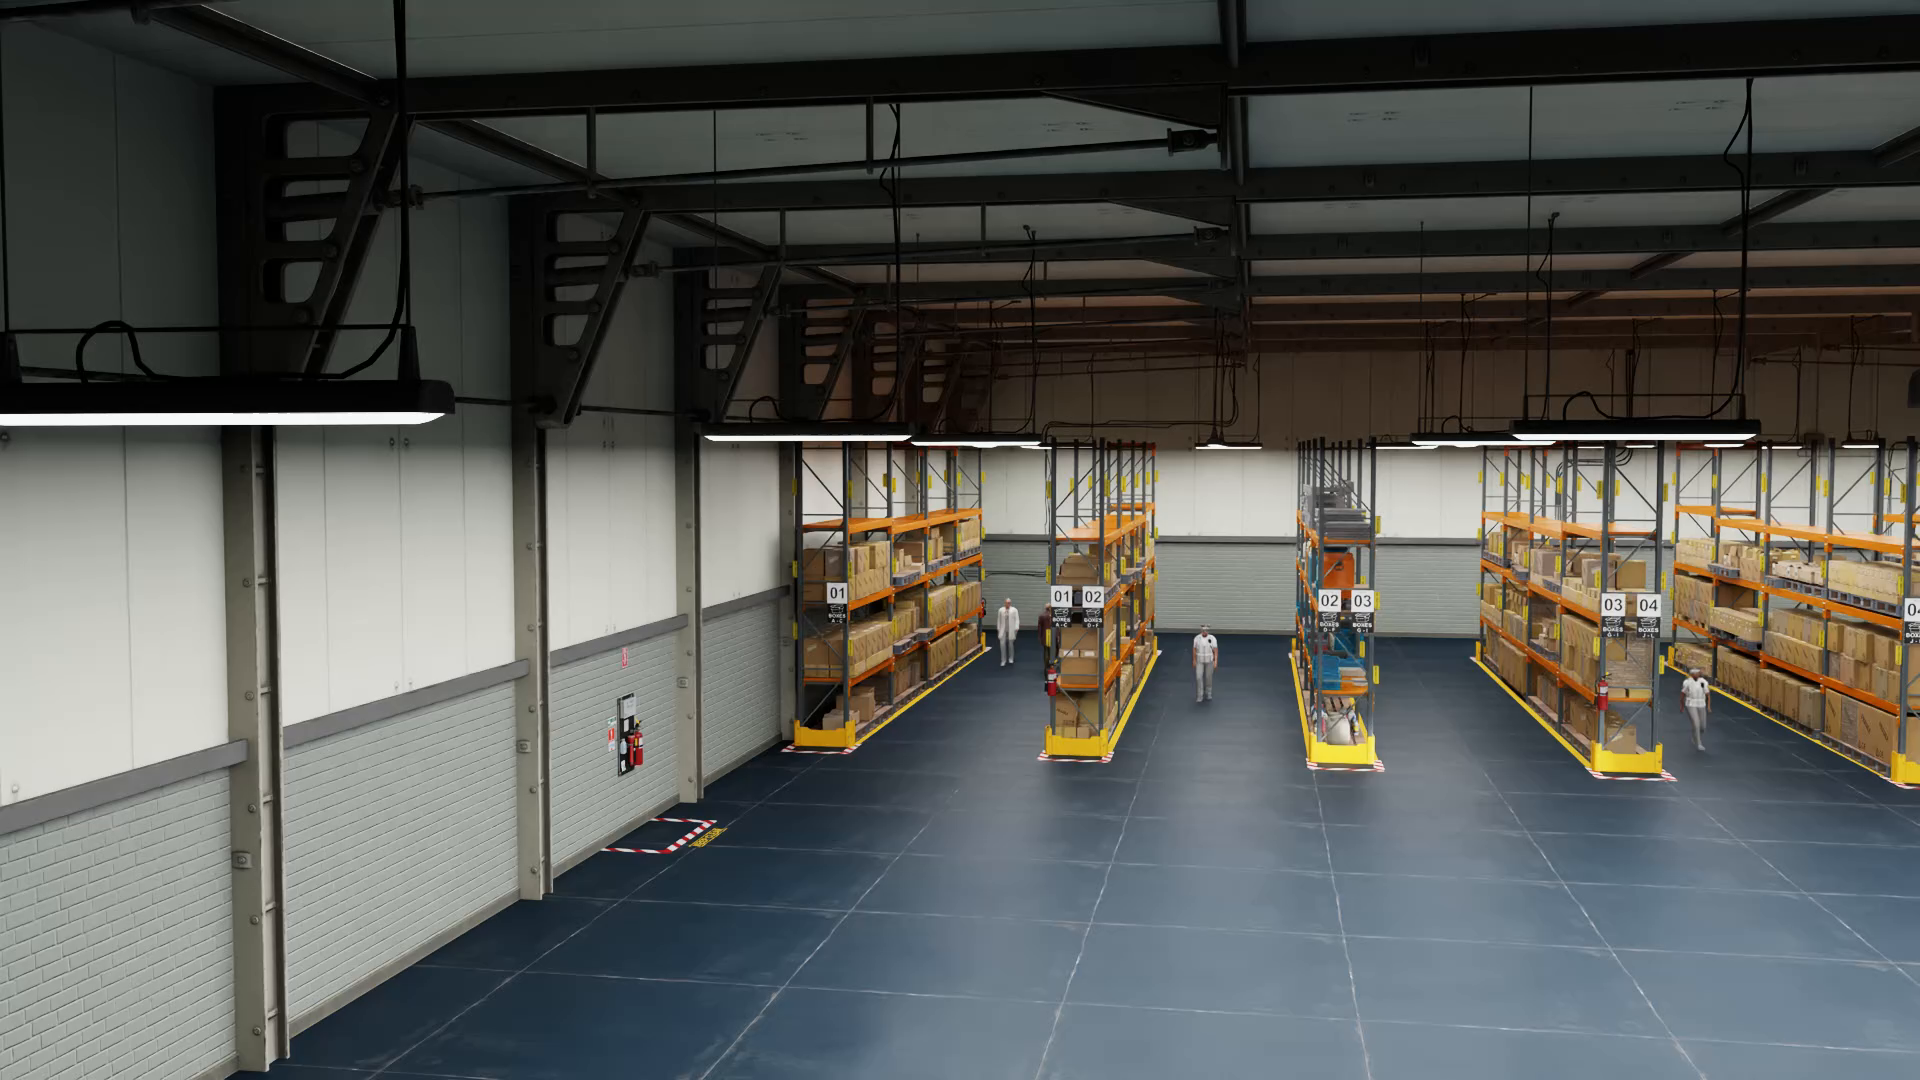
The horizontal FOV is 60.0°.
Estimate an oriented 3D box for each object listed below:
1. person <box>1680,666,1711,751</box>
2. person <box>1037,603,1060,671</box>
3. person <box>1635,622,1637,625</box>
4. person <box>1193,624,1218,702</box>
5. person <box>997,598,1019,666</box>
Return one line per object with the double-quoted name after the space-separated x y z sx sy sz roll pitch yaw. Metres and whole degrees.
14.238 3.225 32.177 0.482 1.584 0.839 0 3 7 "person"
2.328 2.526 43.531 0.615 1.771 0.536 1 3 15 "person"
18.784 2.393 45.671 0.730 1.759 0.573 -1 3 -13 "person"
5.653 2.844 38.340 0.585 1.813 0.546 1 3 12 "person"
1.292 2.486 44.805 0.633 1.842 0.608 1 3 11 "person"
